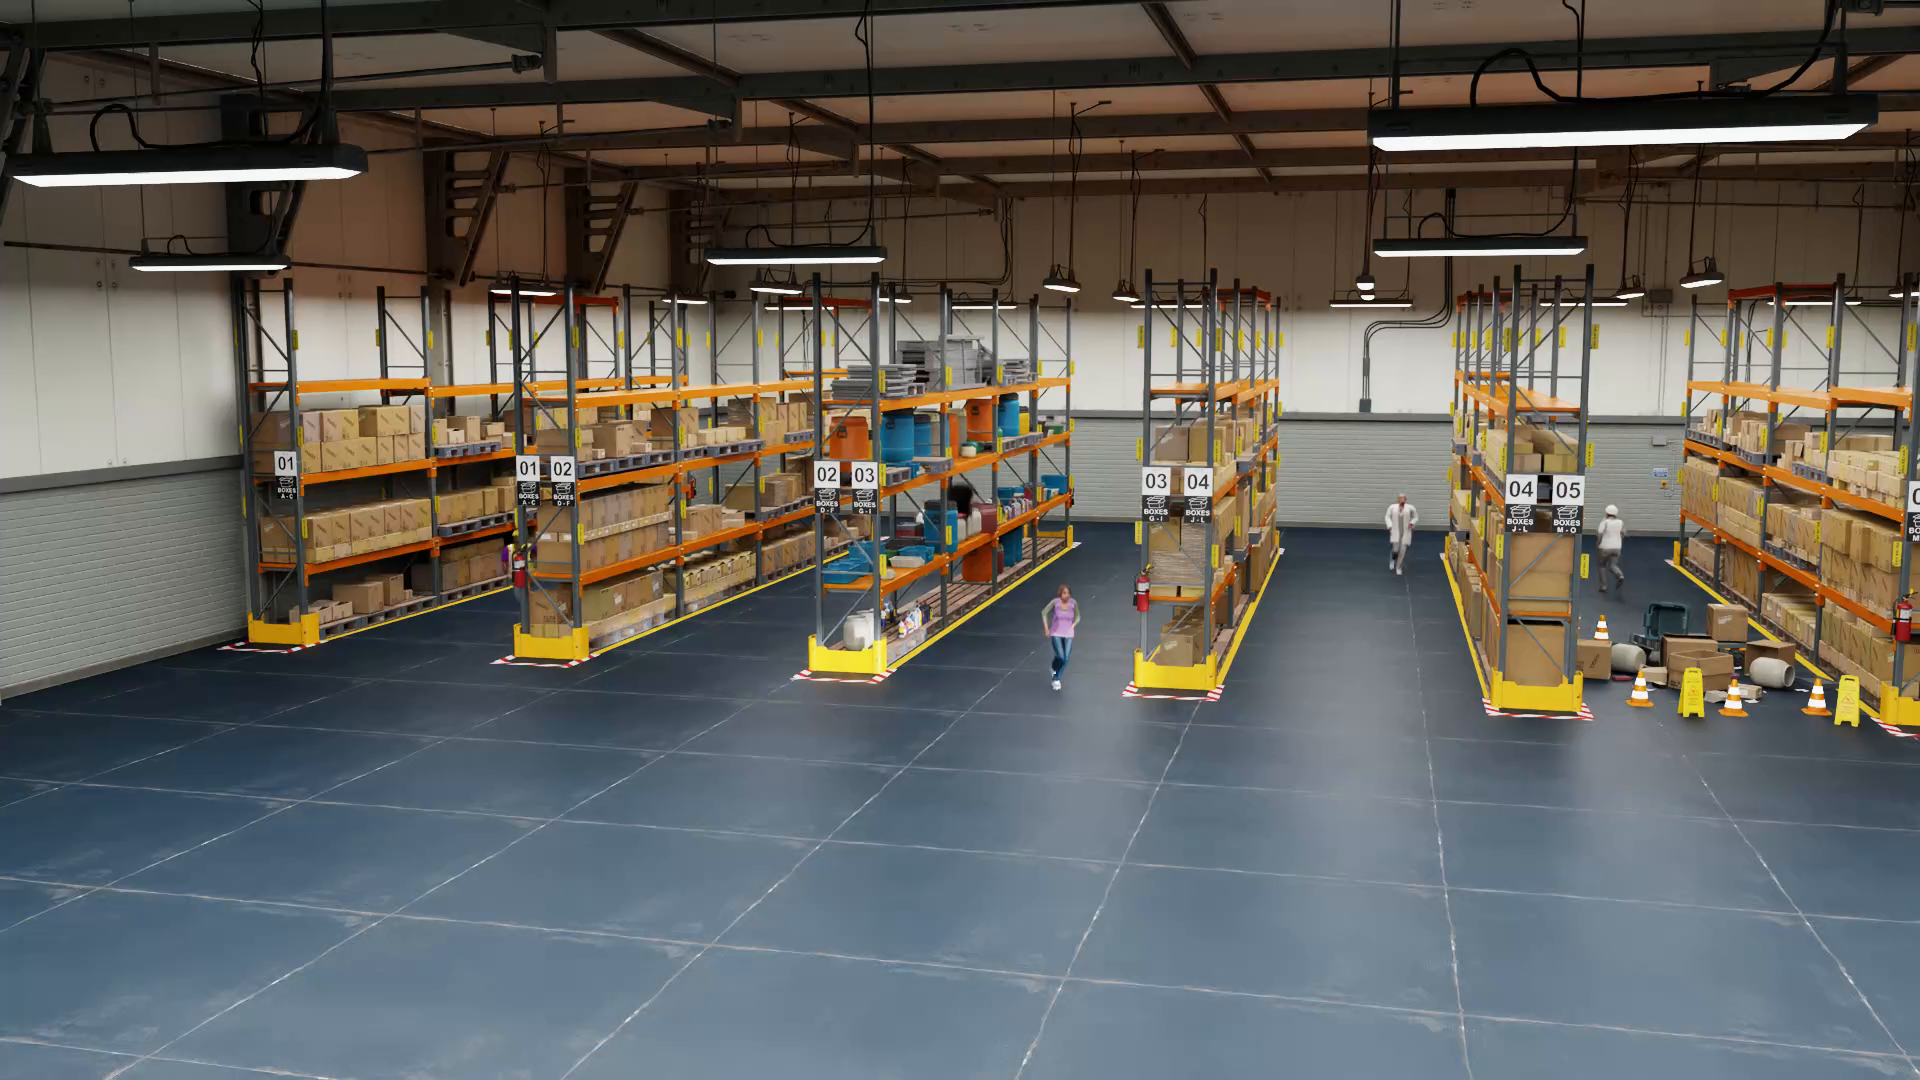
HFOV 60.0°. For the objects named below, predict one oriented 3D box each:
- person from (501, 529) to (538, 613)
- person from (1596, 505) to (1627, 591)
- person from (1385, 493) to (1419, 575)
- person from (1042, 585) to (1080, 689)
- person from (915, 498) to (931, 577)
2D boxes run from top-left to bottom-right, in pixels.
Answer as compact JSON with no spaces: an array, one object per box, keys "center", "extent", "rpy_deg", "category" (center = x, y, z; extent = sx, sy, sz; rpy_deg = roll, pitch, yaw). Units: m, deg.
[{"center":[-7.580,0.698,28.690],"extent":[0.628,1.812,0.827],"rpy_deg":[1,7,7],"category":"person"},{"center":[12.941,0.193,33.069],"extent":[0.668,1.787,0.853],"rpy_deg":[0,7,-4],"category":"person"},{"center":[9.482,-0.136,35.719],"extent":[0.699,1.748,0.671],"rpy_deg":[2,7,16],"category":"person"},{"center":[1.470,1.389,23.801],"extent":[0.511,1.540,0.587],"rpy_deg":[-2,7,-14],"category":"person"},{"center":[-0.695,-0.068,35.551],"extent":[0.585,1.667,0.604],"rpy_deg":[1,7,9],"category":"person"}]
